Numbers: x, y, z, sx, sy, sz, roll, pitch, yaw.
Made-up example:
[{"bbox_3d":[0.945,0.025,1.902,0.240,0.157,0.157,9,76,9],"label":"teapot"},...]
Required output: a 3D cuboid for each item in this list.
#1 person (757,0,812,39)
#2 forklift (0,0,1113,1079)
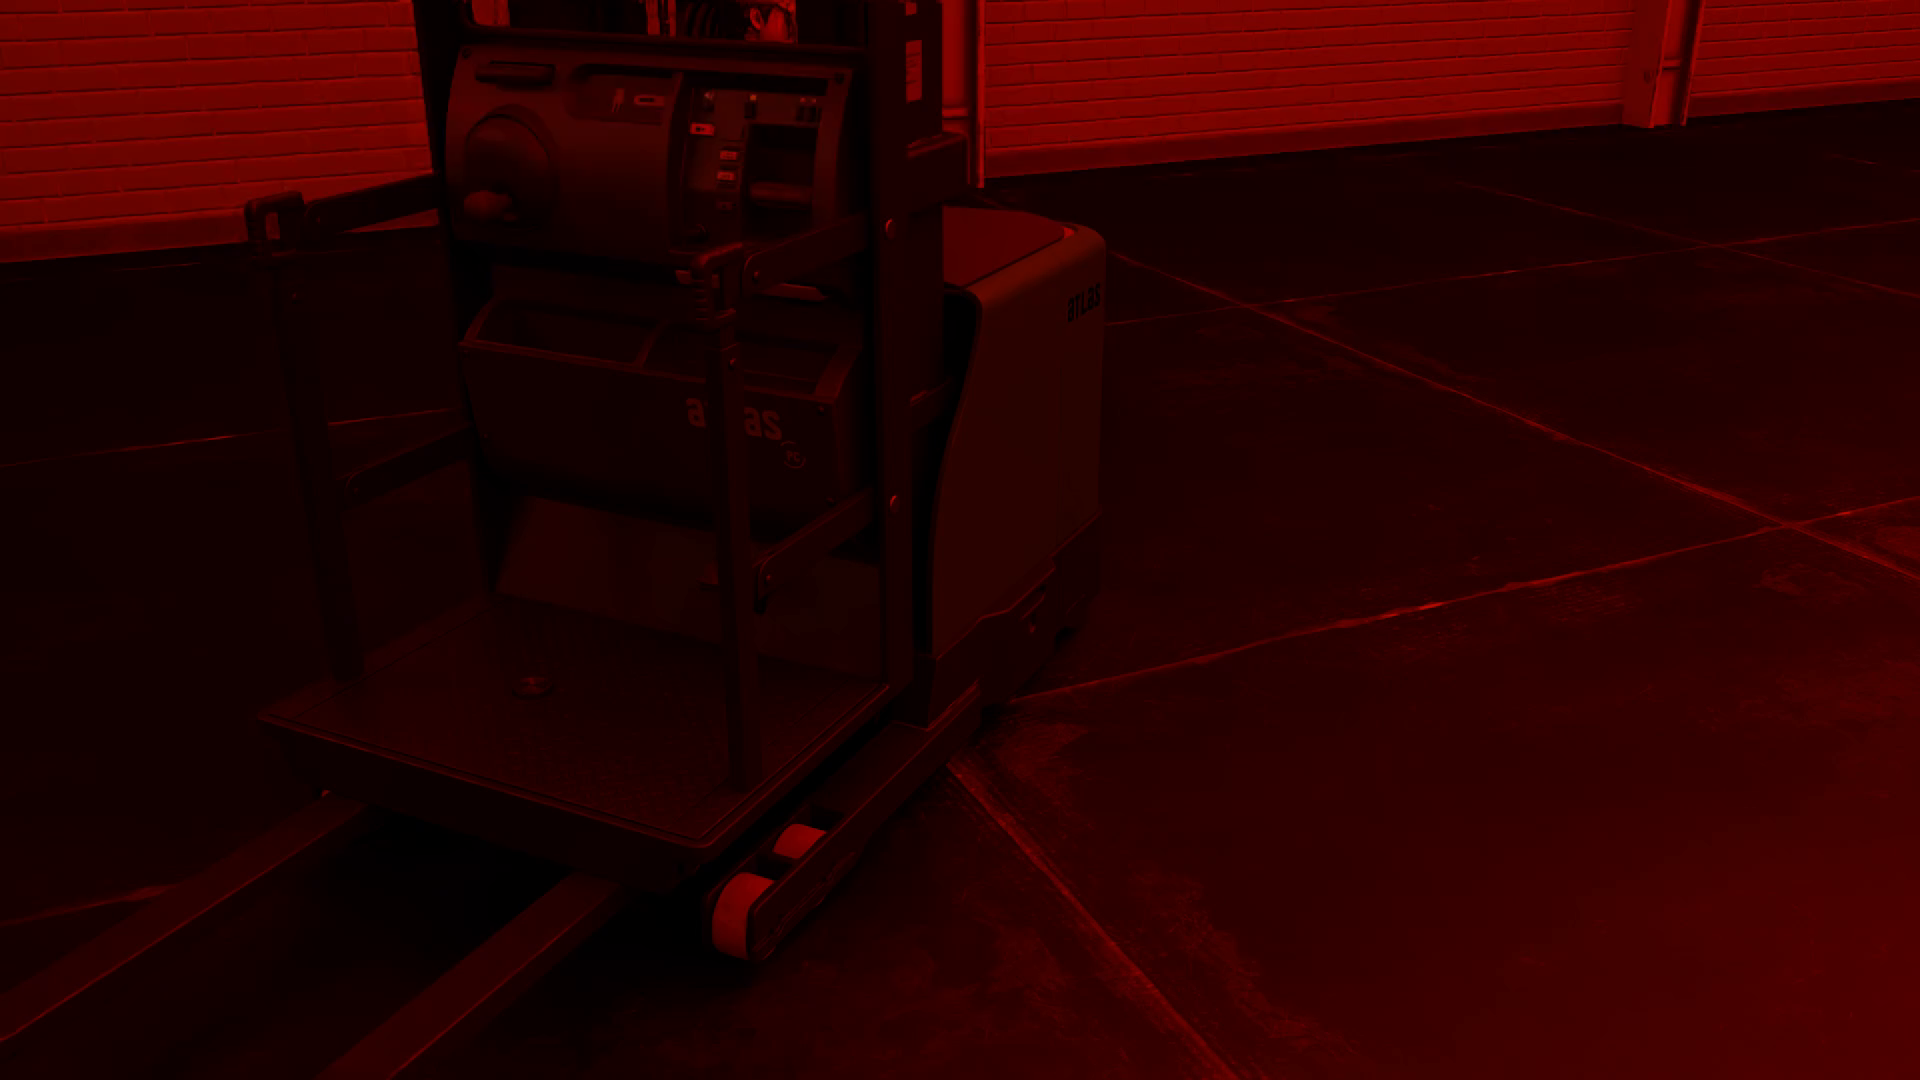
[{"bbox_3d":[-0.668,-0.997,5.382,0.459,1.640,0.778,4,23,11],"label":"person"},{"bbox_3d":[-0.697,-0.760,3.115,1.130,2.935,3.031,11,25,24],"label":"forklift"}]
